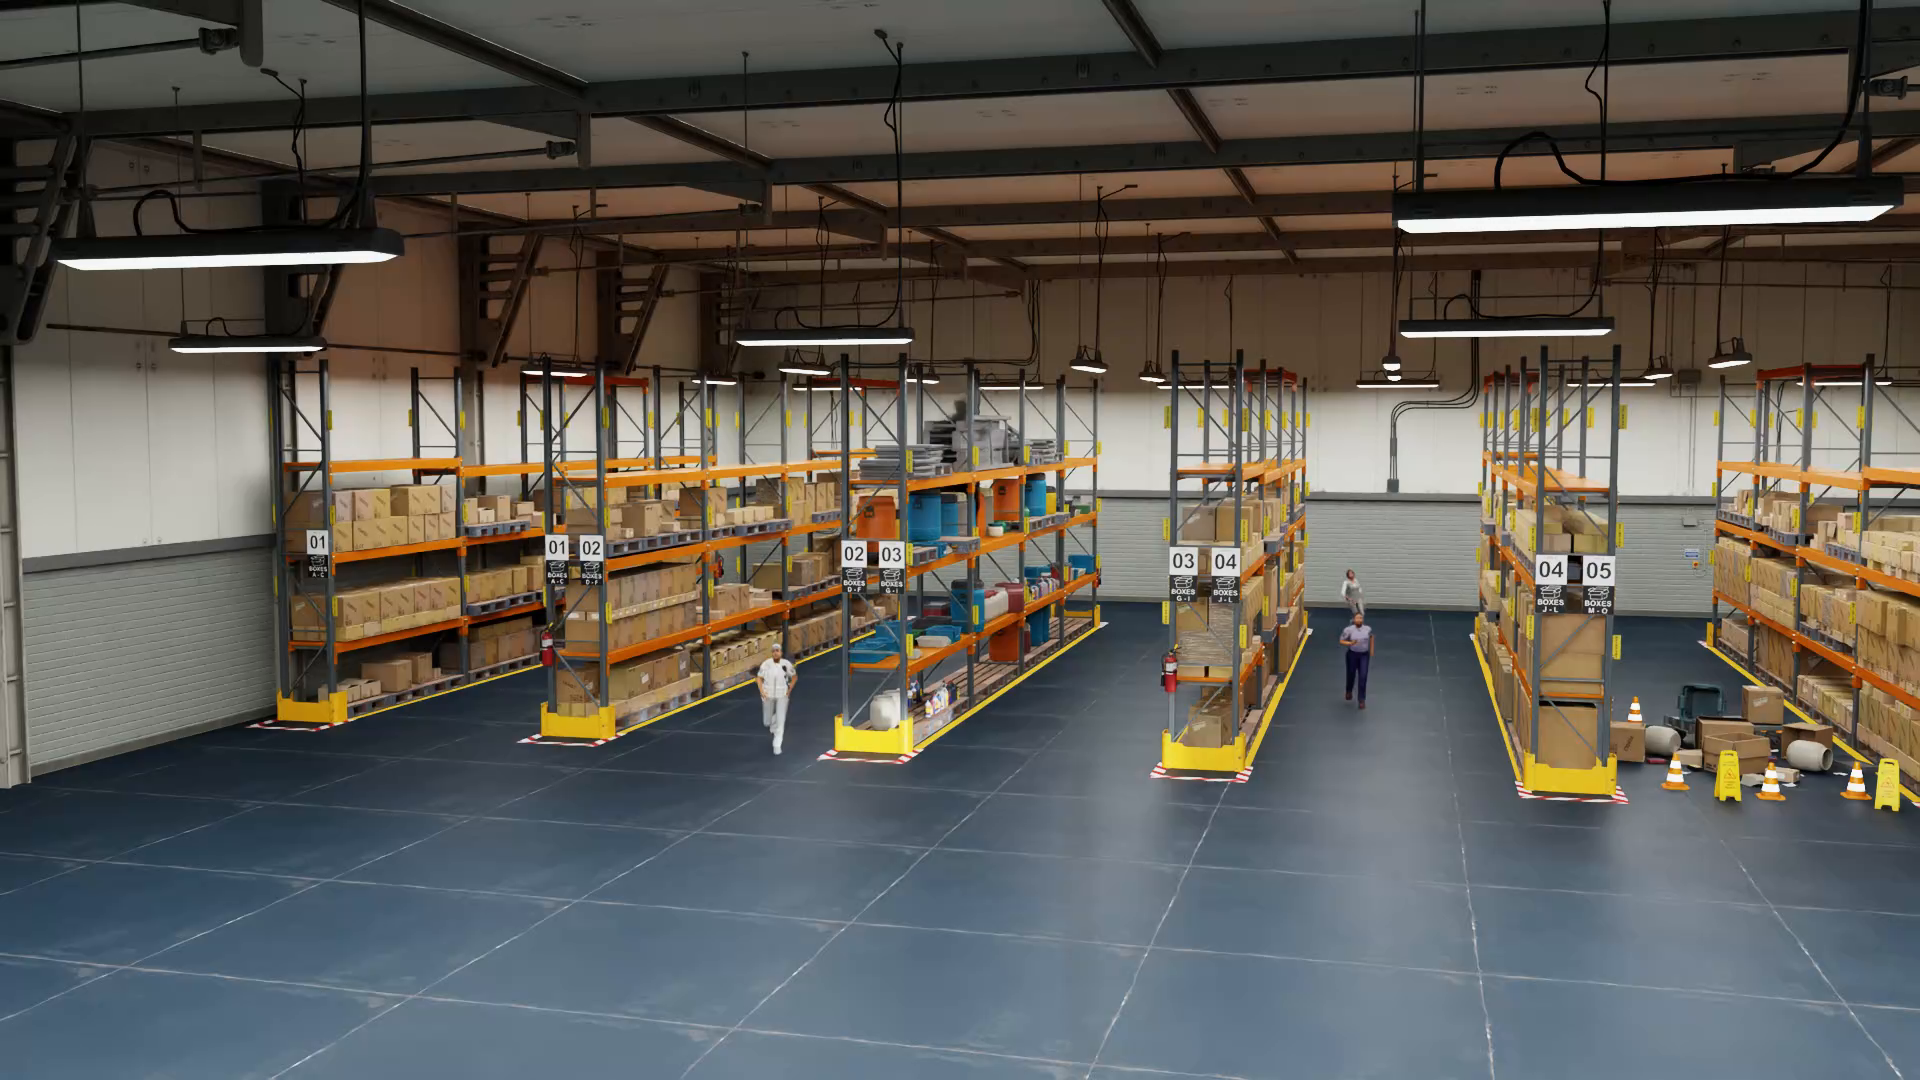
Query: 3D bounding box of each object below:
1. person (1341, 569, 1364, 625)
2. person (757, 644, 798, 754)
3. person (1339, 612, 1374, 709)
[{"bbox_3d":[9.164,1.452,38.811,0.557,1.537,0.527,-1,4,-18],"label":"person"},{"bbox_3d":[-2.791,2.396,25.302,0.605,1.642,0.752,0,4,3],"label":"person"},{"bbox_3d":[6.943,2.071,29.077,0.637,1.638,0.907,0,4,4],"label":"person"}]
